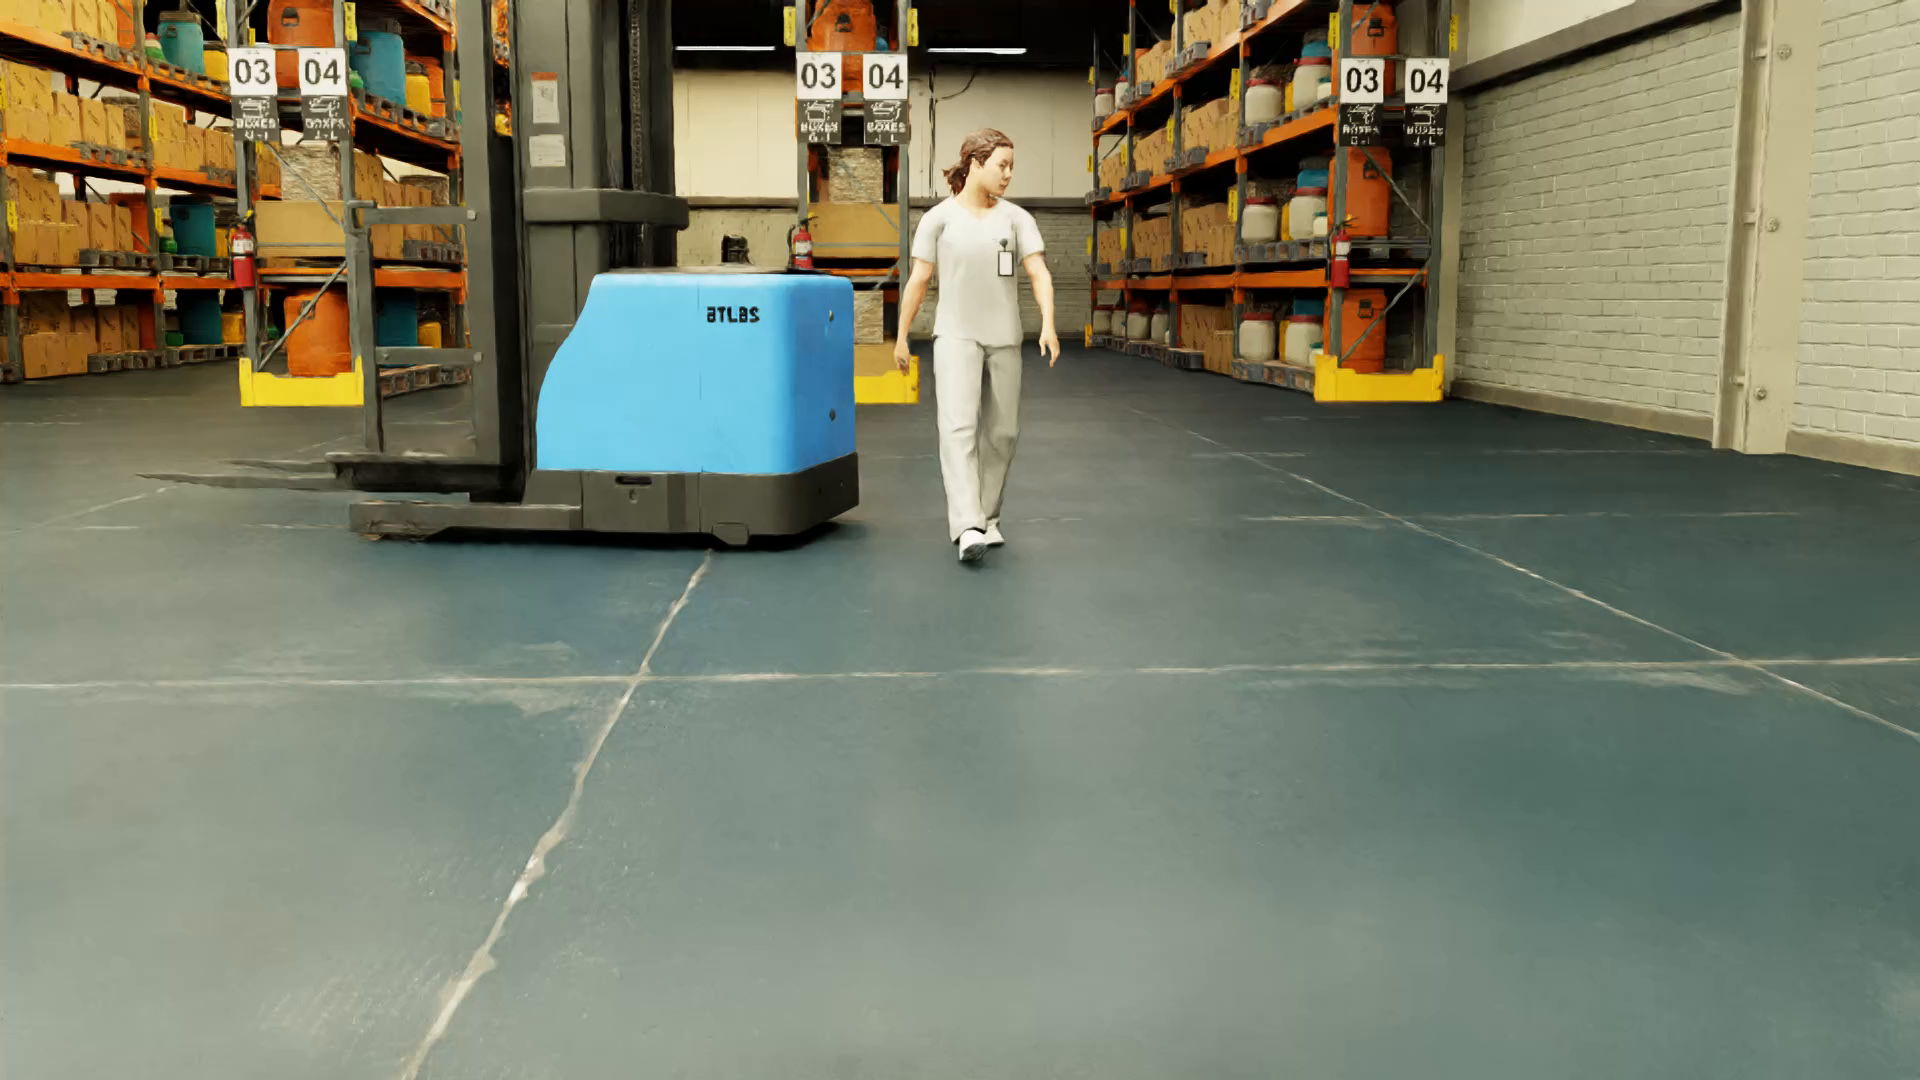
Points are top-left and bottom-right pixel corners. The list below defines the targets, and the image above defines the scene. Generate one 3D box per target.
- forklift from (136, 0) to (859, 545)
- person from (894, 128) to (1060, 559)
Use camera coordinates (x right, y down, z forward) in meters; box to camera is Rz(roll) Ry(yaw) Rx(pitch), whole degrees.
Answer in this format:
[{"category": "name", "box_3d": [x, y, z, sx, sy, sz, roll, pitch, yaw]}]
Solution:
[{"category": "forklift", "box_3d": [-2.018, -1.514, 7.028, 3.031, 2.935, 1.130, 2, 9, 12]}, {"category": "person", "box_3d": [0.067, -0.753, 6.358, 0.573, 1.629, 0.871, -2, 9, -15]}]
